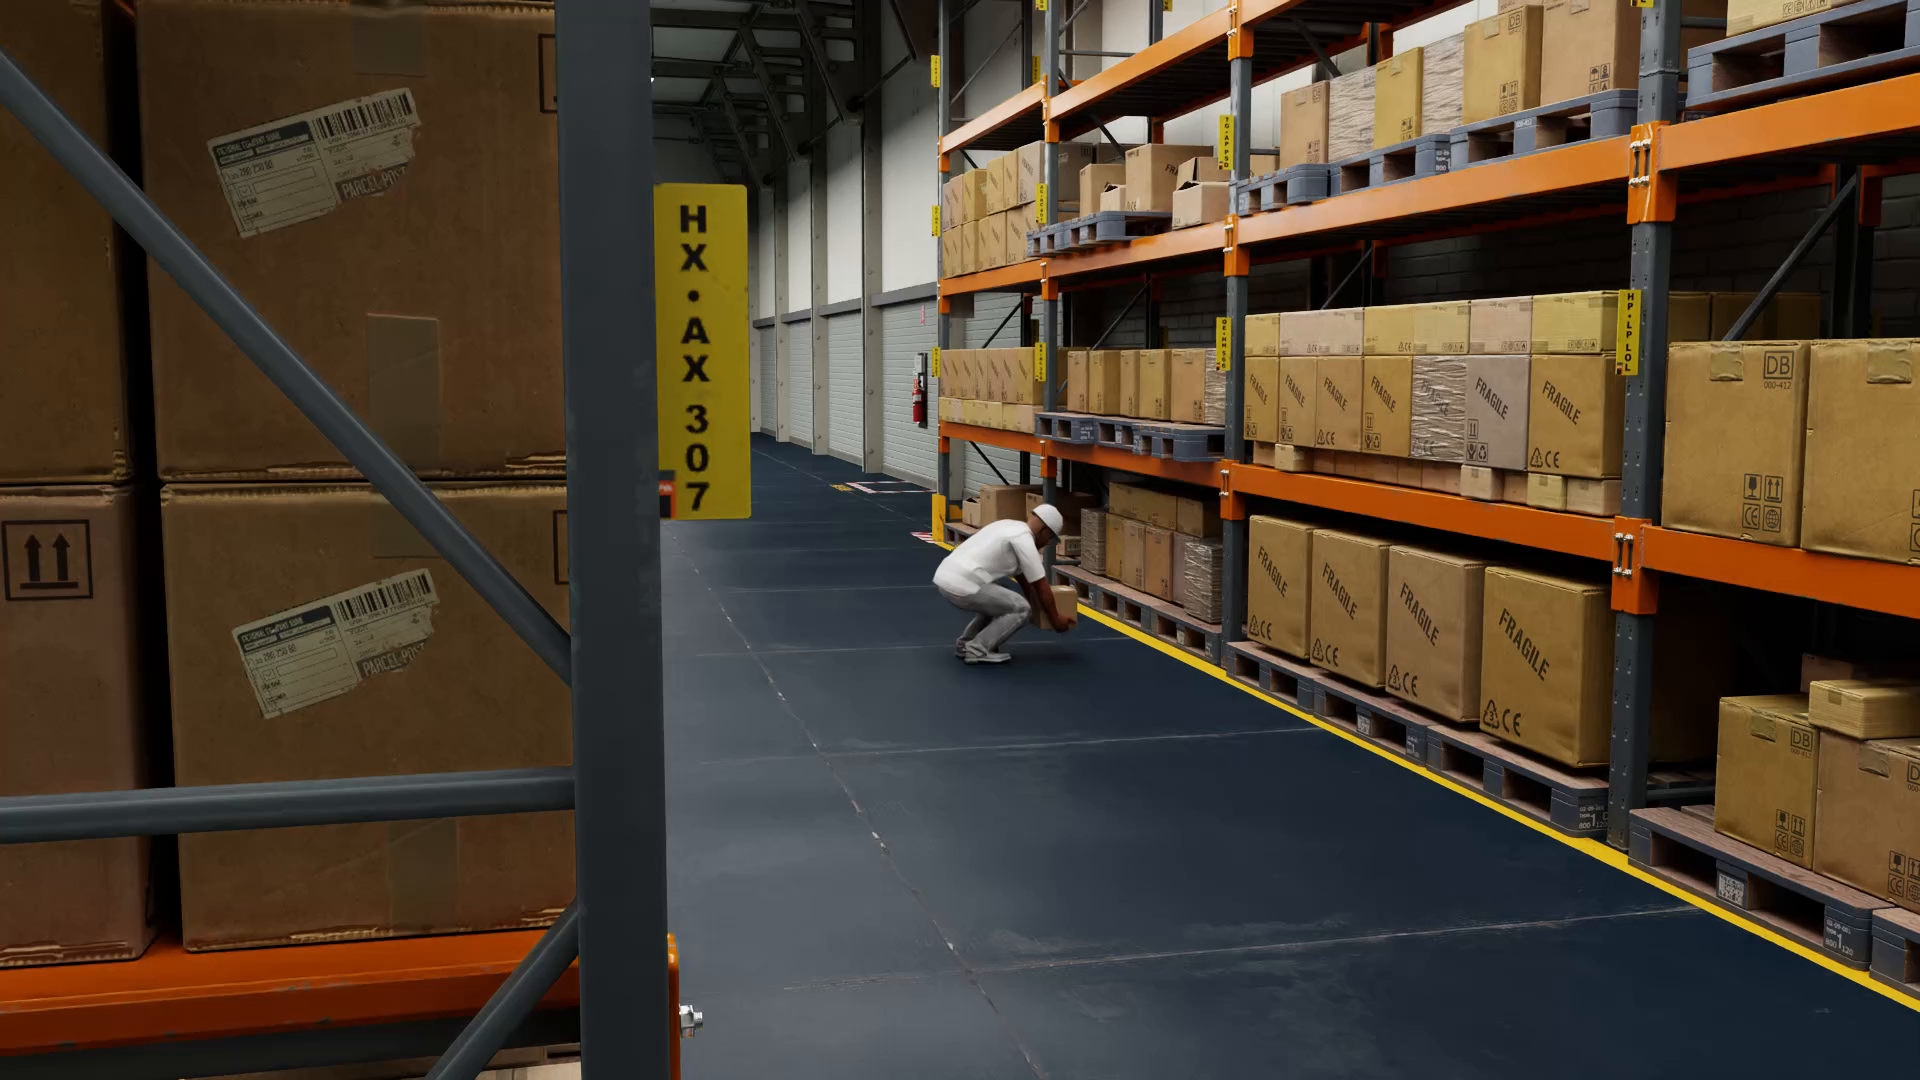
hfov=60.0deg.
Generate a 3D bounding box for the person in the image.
[{"bbox_3d":[0.284,0.276,10.874,0.902,1.008,0.540,-2,6,-15],"label":"person"}]
